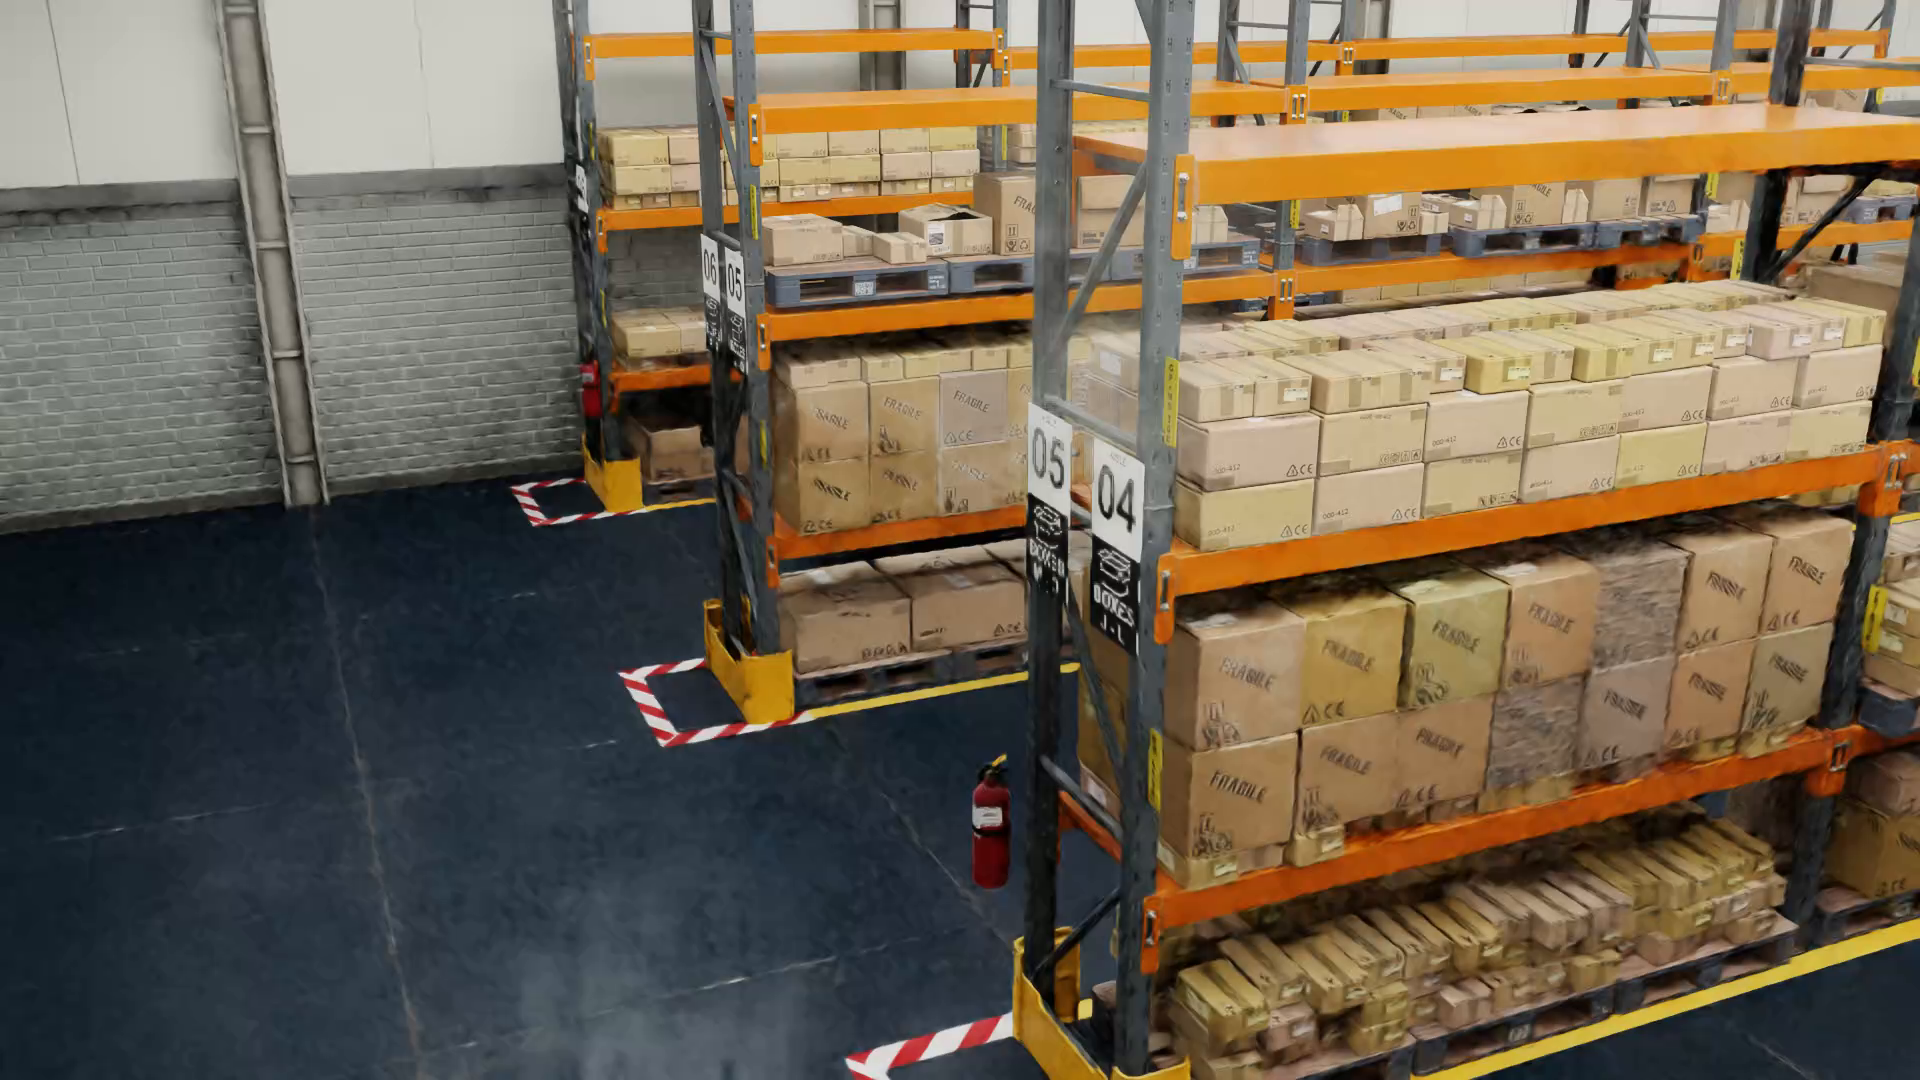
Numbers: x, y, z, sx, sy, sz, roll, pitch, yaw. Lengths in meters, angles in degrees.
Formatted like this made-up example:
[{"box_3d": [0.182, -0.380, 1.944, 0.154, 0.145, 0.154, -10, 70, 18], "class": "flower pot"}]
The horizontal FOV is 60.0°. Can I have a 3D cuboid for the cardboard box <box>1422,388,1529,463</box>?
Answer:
[{"box_3d": [2.011, -0.536, 6.984, 0.500, 0.250, 0.500, -8, 21, -21], "class": "cardboard box"}]

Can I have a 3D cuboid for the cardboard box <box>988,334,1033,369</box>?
[{"box_3d": [0.380, -1.320, 11.622, 0.250, 0.149, 0.380, -9, 21, -23], "class": "cardboard box"}]

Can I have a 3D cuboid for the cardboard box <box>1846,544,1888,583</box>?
[{"box_3d": [4.768, 0.120, 9.015, 0.250, 0.149, 0.380, -9, 21, -24], "class": "cardboard box"}]

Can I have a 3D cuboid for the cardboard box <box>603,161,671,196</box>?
[{"box_3d": [-2.950, -3.314, 15.180, 0.500, 0.250, 0.500, -8, 21, -23], "class": "cardboard box"}]

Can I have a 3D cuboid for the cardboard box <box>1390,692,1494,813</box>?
[{"box_3d": [2.015, 0.853, 7.483, 0.500, 0.500, 0.500, -8, 21, -21], "class": "cardboard box"}]

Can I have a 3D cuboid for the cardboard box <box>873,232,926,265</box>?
[{"box_3d": [-0.406, -1.956, 11.141, 0.250, 0.149, 0.380, -7, 21, -20], "class": "cardboard box"}]

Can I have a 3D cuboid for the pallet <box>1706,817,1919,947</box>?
[{"box_3d": [4.945, 1.841, 9.477, 1.213, 0.211, 1.003, -8, 21, -22], "class": "pallet"}]

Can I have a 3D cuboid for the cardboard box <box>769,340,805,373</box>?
[{"box_3d": [-1.246, -1.275, 11.493, 0.250, 0.149, 0.380, -8, 21, -21], "class": "cardboard box"}]

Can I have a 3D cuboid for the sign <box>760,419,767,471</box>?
[{"box_3d": [-1.282, -0.617, 10.836, 0.005, 0.325, 0.100, -8, 21, -22], "class": "sign"}]

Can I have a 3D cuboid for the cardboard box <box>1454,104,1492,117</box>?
[{"box_3d": [5.576, -4.770, 18.602, 0.500, 0.500, 0.500, -8, 21, -21], "class": "cardboard box"}]

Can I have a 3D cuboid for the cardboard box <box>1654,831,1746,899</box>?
[{"box_3d": [3.788, 1.666, 8.538, 0.250, 0.149, 0.380, -8, 21, -21], "class": "cardboard box"}]

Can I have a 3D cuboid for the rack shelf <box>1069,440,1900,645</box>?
[{"box_3d": [2.394, -0.184, 7.595, 4.000, 0.370, 1.077, -8, 21, -22], "class": "rack shelf"}]

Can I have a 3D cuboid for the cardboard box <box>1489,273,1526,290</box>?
[{"box_3d": [6.266, -3.093, 19.516, 0.500, 0.250, 0.500, -8, 21, -22], "class": "cardboard box"}]

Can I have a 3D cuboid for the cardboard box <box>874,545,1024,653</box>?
[{"box_3d": [-0.093, 0.428, 12.514, 0.875, 0.438, 0.875, -8, 21, -20], "class": "cardboard box"}]

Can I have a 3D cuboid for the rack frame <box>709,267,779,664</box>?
[{"box_3d": [-1.496, -0.342, 11.476, 0.127, 3.000, 1.000, -8, 21, -22], "class": "rack frame"}]

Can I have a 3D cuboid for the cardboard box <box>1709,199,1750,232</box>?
[{"box_3d": [6.441, -2.769, 14.055, 0.258, 0.266, 0.396, -8, 21, -22], "class": "cardboard box"}]

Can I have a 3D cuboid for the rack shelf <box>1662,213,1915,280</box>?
[{"box_3d": [7.686, -2.733, 14.834, 4.000, 0.370, 1.077, -8, 21, -22], "class": "rack shelf"}]

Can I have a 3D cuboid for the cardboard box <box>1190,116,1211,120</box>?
[{"box_3d": [2.500, -4.479, 17.887, 0.250, 0.149, 0.380, -8, 21, -22], "class": "cardboard box"}]

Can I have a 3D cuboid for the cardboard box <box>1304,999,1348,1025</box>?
[{"box_3d": [1.604, 2.092, 7.776, 0.250, 0.149, 0.380, -8, 21, -21], "class": "cardboard box"}]

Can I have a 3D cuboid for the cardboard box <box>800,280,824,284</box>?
[{"box_3d": [-1.565, -2.453, 16.122, 0.500, 0.500, 0.500, -8, 21, -21], "class": "cardboard box"}]

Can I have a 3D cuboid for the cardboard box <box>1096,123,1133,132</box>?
[{"box_3d": [1.559, -4.139, 16.893, 0.250, 0.149, 0.380, -8, 21, -21], "class": "cardboard box"}]

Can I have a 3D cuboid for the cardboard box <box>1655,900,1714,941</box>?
[{"box_3d": [3.584, 1.853, 8.455, 0.250, 0.149, 0.380, -9, 21, -24], "class": "cardboard box"}]

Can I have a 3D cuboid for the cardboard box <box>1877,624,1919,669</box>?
[{"box_3d": [4.774, 0.497, 8.393, 0.250, 0.149, 0.380, -8, 21, -21], "class": "cardboard box"}]

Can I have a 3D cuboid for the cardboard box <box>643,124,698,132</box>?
[{"box_3d": [-2.690, -3.787, 15.770, 0.500, 0.250, 0.500, -9, 21, -24], "class": "cardboard box"}]

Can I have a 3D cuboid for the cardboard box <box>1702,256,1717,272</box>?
[{"box_3d": [9.000, -3.600, 20.579, 0.500, 0.500, 0.500, -8, 21, -22], "class": "cardboard box"}]

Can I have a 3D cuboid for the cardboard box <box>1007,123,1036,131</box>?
[{"box_3d": [0.622, -4.192, 16.417, 0.258, 0.266, 0.396, -8, 21, -22], "class": "cardboard box"}]

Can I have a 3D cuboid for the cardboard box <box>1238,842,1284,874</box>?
[{"box_3d": [1.202, 1.284, 7.237, 0.250, 0.149, 0.380, -7, 21, -20], "class": "cardboard box"}]

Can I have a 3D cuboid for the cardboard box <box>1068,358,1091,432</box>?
[{"box_3d": [0.920, -1.106, 11.992, 0.500, 0.500, 0.500, -8, 21, -21], "class": "cardboard box"}]

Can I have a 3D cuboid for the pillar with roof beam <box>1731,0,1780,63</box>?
[{"box_3d": [11.935, -5.660, 17.547, 0.400, 9.000, 9.100, -8, 21, -22], "class": "pillar with roof beam"}]

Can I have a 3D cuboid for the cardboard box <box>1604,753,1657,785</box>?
[{"box_3d": [3.114, 1.011, 8.012, 0.250, 0.149, 0.380, -9, 21, -24], "class": "cardboard box"}]

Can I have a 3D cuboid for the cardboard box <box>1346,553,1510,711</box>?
[{"box_3d": [2.022, 0.387, 7.302, 0.500, 0.500, 0.500, -9, 21, -23], "class": "cardboard box"}]

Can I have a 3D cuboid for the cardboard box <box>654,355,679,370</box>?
[{"box_3d": [-2.840, -1.744, 15.836, 0.250, 0.149, 0.380, -8, 21, -21], "class": "cardboard box"}]

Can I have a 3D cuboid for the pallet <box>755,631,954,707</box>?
[{"box_3d": [-0.793, 0.845, 12.306, 1.213, 0.211, 1.003, -8, 21, -22], "class": "pallet"}]

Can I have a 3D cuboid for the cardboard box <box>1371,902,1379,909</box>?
[{"box_3d": [2.119, 1.835, 8.506, 0.250, 0.149, 0.380, -7, 21, -19], "class": "cardboard box"}]

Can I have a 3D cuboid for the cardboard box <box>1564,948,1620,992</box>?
[{"box_3d": [3.055, 2.067, 8.297, 0.250, 0.149, 0.380, -8, 21, -22], "class": "cardboard box"}]

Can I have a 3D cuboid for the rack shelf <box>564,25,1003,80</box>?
[{"box_3d": [-1.629, -4.607, 15.645, 4.000, 0.370, 1.077, -8, 21, -22], "class": "rack shelf"}]

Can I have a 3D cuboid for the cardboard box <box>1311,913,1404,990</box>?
[{"box_3d": [1.856, 1.930, 7.788, 0.250, 0.149, 0.380, -9, 21, -25], "class": "cardboard box"}]

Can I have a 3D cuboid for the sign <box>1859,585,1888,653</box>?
[{"box_3d": [4.452, 0.384, 8.110, 0.005, 0.325, 0.100, -8, 21, -22], "class": "sign"}]

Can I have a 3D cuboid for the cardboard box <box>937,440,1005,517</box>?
[{"box_3d": [-0.014, -0.501, 11.778, 0.500, 0.500, 0.500, -8, 21, -22], "class": "cardboard box"}]

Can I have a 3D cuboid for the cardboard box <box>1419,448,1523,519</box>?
[{"box_3d": [2.024, -0.310, 7.097, 0.500, 0.250, 0.500, -9, 21, -24], "class": "cardboard box"}]

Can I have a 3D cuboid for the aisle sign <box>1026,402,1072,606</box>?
[{"box_3d": [0.372, -0.154, 7.028, 0.004, 0.787, 0.394, -8, 21, -22], "class": "aisle sign"}]

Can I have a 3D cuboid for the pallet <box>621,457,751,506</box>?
[{"box_3d": [-2.664, -0.655, 16.564, 1.213, 0.211, 1.003, -8, 21, -22], "class": "pallet"}]

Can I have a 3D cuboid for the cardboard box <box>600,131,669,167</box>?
[{"box_3d": [-2.959, -3.557, 15.116, 0.500, 0.250, 0.500, -8, 21, -23], "class": "cardboard box"}]

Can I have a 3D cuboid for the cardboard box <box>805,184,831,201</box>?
[{"box_3d": [-1.408, -3.329, 15.821, 0.250, 0.149, 0.380, -8, 21, -21], "class": "cardboard box"}]

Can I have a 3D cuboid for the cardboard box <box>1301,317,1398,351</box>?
[{"box_3d": [1.703, -0.866, 7.322, 0.250, 0.149, 0.380, -9, 21, -23], "class": "cardboard box"}]

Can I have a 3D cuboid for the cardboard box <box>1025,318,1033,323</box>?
[{"box_3d": [0.631, -1.547, 12.267, 0.250, 0.149, 0.380, -8, 21, -22], "class": "cardboard box"}]

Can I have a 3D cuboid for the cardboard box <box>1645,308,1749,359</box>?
[{"box_3d": [3.317, -0.934, 7.514, 0.250, 0.149, 0.380, -7, 21, -20], "class": "cardboard box"}]

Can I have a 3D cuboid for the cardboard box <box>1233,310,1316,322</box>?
[{"box_3d": [2.488, -1.522, 13.172, 0.500, 0.500, 0.500, -7, 21, -20], "class": "cardboard box"}]

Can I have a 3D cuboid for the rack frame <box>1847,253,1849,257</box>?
[{"box_3d": [11.226, -3.960, 21.752, 0.127, 3.000, 1.000, -8, 21, -22], "class": "rack frame"}]

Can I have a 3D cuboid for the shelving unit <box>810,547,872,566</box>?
[{"box_3d": [-1.041, -0.405, 14.365, 0.503, 1.200, 0.258, -5, 20, -14], "class": "shelving unit"}]

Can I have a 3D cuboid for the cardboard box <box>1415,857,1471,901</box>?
[{"box_3d": [2.387, 1.674, 8.515, 0.250, 0.149, 0.380, -8, 21, -22], "class": "cardboard box"}]

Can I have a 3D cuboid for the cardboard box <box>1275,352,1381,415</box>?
[{"box_3d": [1.464, -0.628, 6.646, 0.250, 0.149, 0.380, -8, 21, -22], "class": "cardboard box"}]

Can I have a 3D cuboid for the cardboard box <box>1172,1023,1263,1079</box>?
[{"box_3d": [1.165, 2.330, 7.549, 0.250, 0.149, 0.380, -8, 21, -21], "class": "cardboard box"}]

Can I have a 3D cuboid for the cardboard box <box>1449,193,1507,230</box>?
[{"box_3d": [3.993, -2.551, 12.805, 0.258, 0.266, 0.396, -6, 20, -17], "class": "cardboard box"}]

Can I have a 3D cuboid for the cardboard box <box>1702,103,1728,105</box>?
[{"box_3d": [9.036, -5.133, 19.987, 0.258, 0.266, 0.396, -9, 21, -23], "class": "cardboard box"}]

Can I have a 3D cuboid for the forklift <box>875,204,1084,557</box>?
[{"box_3d": [0.527, -1.520, 14.926, 3.031, 2.935, 1.130, -13, 23, -32], "class": "forklift"}]
